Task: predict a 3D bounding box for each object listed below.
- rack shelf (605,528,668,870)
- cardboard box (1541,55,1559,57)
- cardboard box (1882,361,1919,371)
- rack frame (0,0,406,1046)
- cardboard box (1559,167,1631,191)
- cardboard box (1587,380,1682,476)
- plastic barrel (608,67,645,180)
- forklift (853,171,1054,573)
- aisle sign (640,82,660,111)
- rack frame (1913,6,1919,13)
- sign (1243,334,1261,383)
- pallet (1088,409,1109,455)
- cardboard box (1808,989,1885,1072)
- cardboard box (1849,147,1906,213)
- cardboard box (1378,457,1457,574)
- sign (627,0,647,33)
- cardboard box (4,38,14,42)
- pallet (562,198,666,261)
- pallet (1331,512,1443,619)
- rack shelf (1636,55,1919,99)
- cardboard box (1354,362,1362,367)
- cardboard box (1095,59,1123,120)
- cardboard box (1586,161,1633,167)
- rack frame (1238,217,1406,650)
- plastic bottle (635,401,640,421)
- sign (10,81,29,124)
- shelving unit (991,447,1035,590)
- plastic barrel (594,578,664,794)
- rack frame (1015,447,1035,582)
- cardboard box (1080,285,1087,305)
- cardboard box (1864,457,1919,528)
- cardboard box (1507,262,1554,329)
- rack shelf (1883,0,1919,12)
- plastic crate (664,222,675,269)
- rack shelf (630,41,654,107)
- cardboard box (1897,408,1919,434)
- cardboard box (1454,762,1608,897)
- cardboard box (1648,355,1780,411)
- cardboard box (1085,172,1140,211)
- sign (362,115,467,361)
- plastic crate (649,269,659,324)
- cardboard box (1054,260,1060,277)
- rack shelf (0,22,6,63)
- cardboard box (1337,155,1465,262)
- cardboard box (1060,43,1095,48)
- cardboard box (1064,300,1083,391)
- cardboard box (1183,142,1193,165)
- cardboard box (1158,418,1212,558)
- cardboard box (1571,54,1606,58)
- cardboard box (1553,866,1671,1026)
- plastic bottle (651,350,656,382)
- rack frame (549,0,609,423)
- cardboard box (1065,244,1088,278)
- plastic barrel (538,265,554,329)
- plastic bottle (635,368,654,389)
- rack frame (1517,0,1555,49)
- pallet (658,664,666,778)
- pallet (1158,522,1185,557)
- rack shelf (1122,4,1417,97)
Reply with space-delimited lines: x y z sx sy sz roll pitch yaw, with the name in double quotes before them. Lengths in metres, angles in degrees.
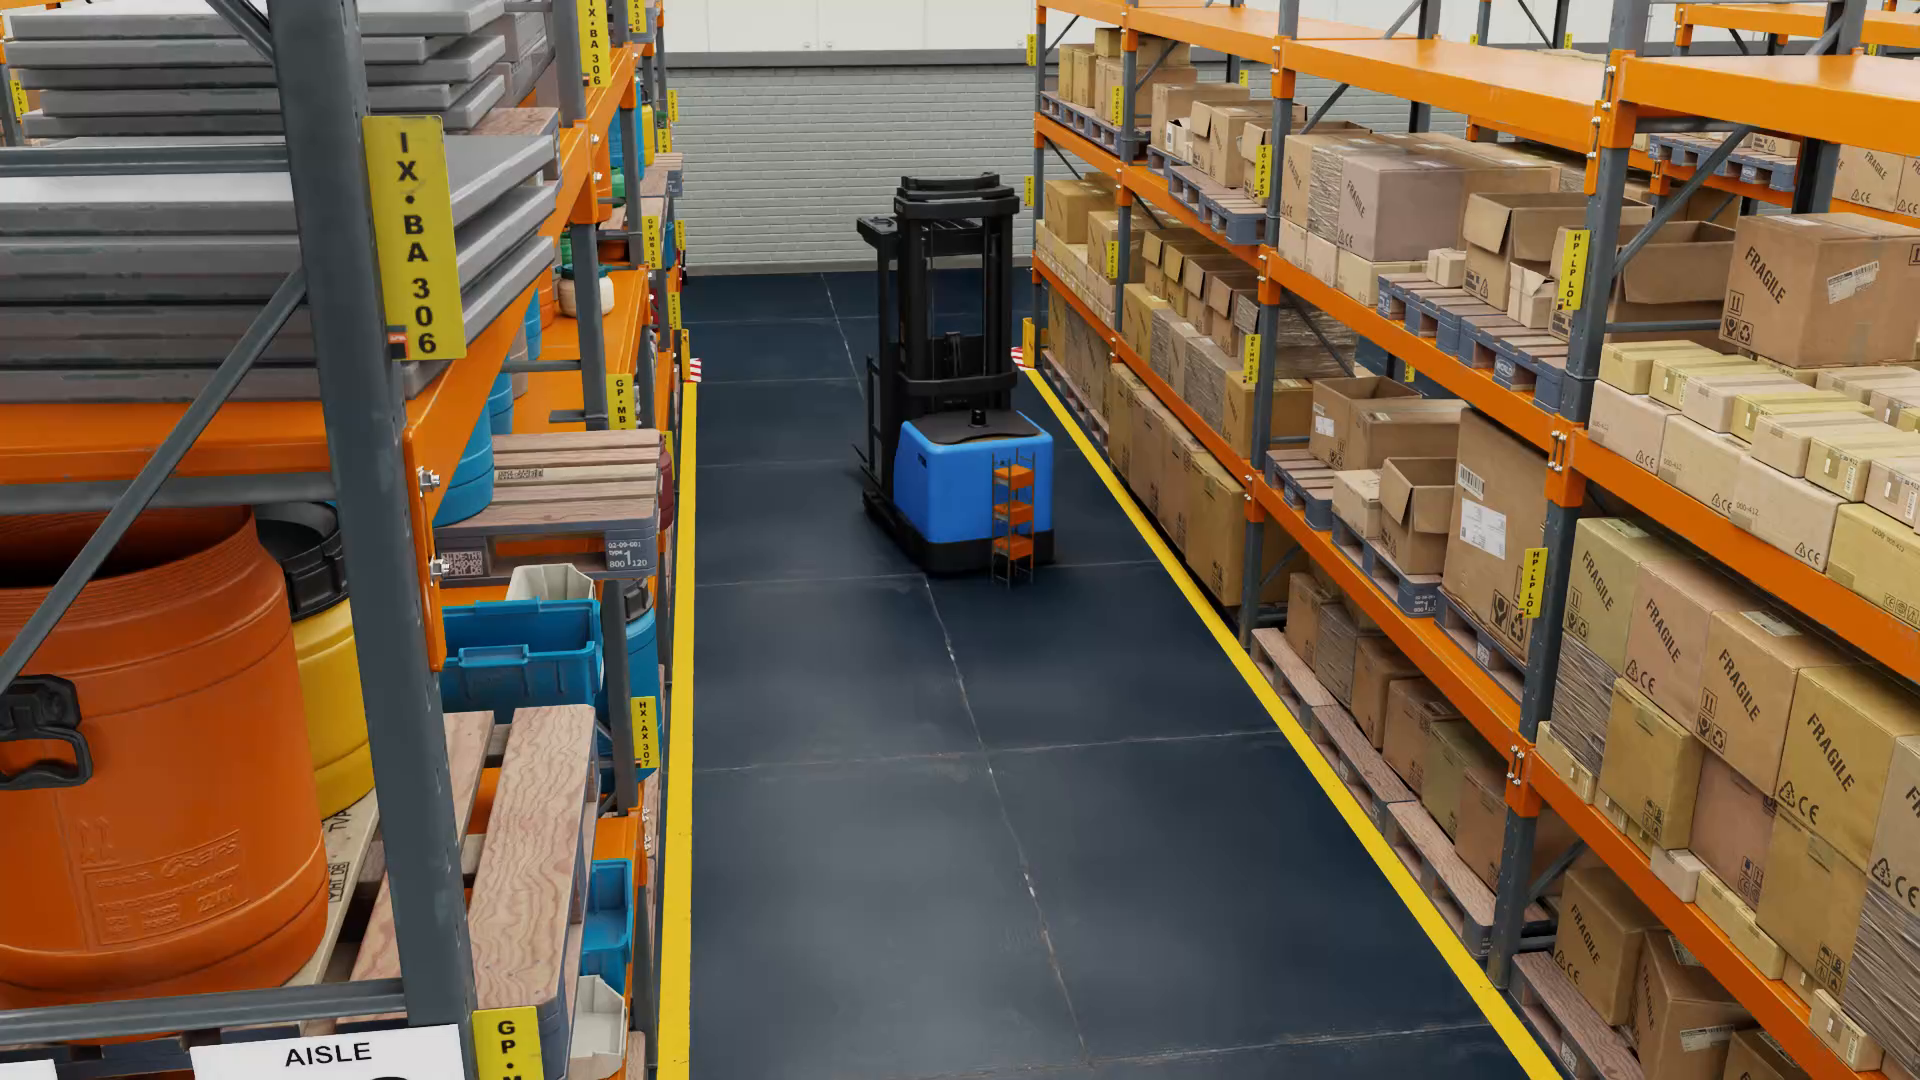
"rack shelf" -2.139 0.597 8.858 1.077 0.370 4.000 -3 21 -8
"cardboard box" 6.085 -5.028 17.534 0.380 0.149 0.250 -3 21 -7
"cardboard box" 6.875 -1.263 12.146 0.380 0.149 0.250 -2 21 -7
"rack frame" -1.271 -0.473 2.121 0.949 2.616 0.053 -3 21 -8
"cardboard box" 6.345 -3.442 16.648 0.500 0.500 0.500 -2 21 -6
"cardboard box" 2.862 -0.463 6.596 0.500 0.250 0.500 -4 21 -10
"plastic barrel" -2.606 -3.071 12.046 0.600 0.901 0.708 -3 21 -8
"forklift" -0.202 -1.603 13.819 1.130 2.935 3.031 -7 21 -17
"aisle sign" -3.301 -4.459 17.653 0.394 0.787 0.004 -3 21 -8
"rack frame" 11.131 -6.762 18.960 0.949 2.616 0.053 -3 21 -8
"sign" 1.925 -1.195 10.974 0.100 0.325 0.005 -3 21 -8
"pallet" 1.865 -1.028 16.166 1.003 0.211 1.213 -3 21 -8
"cardboard box" 3.062 1.603 5.495 0.380 0.149 0.250 -3 21 -8
"cardboard box" 6.978 -2.706 12.245 0.500 0.500 0.500 -3 21 -8
"cardboard box" 2.709 -0.138 9.050 0.797 0.503 0.637 -1 20 -2
"sign" -1.884 -3.121 9.673 0.100 0.325 0.005 -3 21 -8
"cardboard box" -8.246 -4.174 14.745 0.700 0.500 0.500 -3 21 -8
"pallet" -2.441 -2.019 10.816 1.003 0.211 1.213 -3 21 -8
"pallet" 2.800 0.091 9.459 1.003 0.211 1.213 -3 21 -8
"rack shelf" 3.339 -1.168 4.735 0.919 0.124 3.809 -3 21 -8
"cardboard box" 2.597 -1.089 12.202 0.500 0.500 0.500 -3 21 -9
"cardboard box" 1.652 -4.217 15.546 0.700 0.500 0.500 -2 21 -5
"cardboard box" 6.792 -3.638 17.171 0.500 0.500 0.500 -4 21 -10
"rack frame" 2.474 -0.682 11.255 1.000 3.000 0.127 -3 21 -8
"plastic bottle" -2.278 -0.866 11.931 0.097 0.271 0.097 0 20 0
"sign" -7.357 -3.430 13.022 0.100 0.325 0.005 -3 21 -8
"shelving unit" 0.402 -0.163 12.652 0.252 1.050 0.215 -17 26 -38
"plastic barrel" -1.606 0.569 7.189 0.600 0.901 0.708 -3 21 -8
"rack frame" 0.494 -0.191 12.727 0.008 1.050 0.200 -17 26 -38
"cardboard box" 1.381 -2.394 16.199 0.380 0.149 0.250 -3 21 -7
"cardboard box" 3.089 -0.154 5.198 0.380 0.149 0.250 -2 21 -6
"cardboard box" 2.816 -1.156 7.830 0.396 0.266 0.258 -2 21 -6
"rack shelf" 11.416 -5.545 17.301 1.077 0.370 4.000 -3 21 -8
"plastic crate" -3.347 -3.140 17.700 0.616 0.435 0.499 -3 21 -8
"rack shelf" -2.715 -3.411 11.586 1.077 0.370 4.000 -3 21 -8
"cardboard box" 3.483 -0.354 5.733 0.380 0.149 0.250 -2 21 -6
"cardboard box" 2.984 1.454 8.479 0.700 0.500 0.500 -5 21 -12
"cardboard box" 2.898 -0.602 6.398 0.380 0.149 0.250 -4 21 -10
"cardboard box" 1.651 -3.717 18.098 0.500 0.500 0.500 -3 21 -7
"sign" -0.729 -0.401 2.227 0.100 0.325 0.005 -3 21 -8
"plastic crate" -2.884 -2.197 15.134 0.402 0.464 0.583 -3 21 -8
"cardboard box" 1.196 -2.839 17.389 0.380 0.149 0.250 -3 21 -9
"rack shelf" -7.618 -3.162 10.921 1.077 0.370 4.000 -3 21 -8
"cardboard box" 2.436 -1.843 9.218 0.500 0.500 0.500 -4 21 -9
"cardboard box" 1.449 -4.970 17.563 0.700 0.500 0.500 -4 21 -11
"cardboard box" 1.624 -2.120 17.543 0.875 0.875 0.875 -3 21 -8
"cardboard box" 1.964 -3.028 13.008 0.380 0.149 0.250 -4 21 -10
"cardboard box" 2.274 -0.432 13.023 1.225 0.875 0.875 -3 21 -8
"cardboard box" 6.704 -5.057 17.613 0.380 0.149 0.250 -3 21 -7
"cardboard box" 3.069 1.818 7.534 0.500 0.500 0.500 -4 21 -9
"plastic bottle" -2.521 -1.428 13.323 0.144 0.351 0.185 -3 21 -8
"rack frame" -1.851 -1.857 5.828 1.000 3.000 0.127 -3 21 -8
"cardboard box" 1.354 -2.807 16.733 0.500 0.250 0.500 -3 21 -9
"plastic barrel" -2.429 -1.517 8.589 0.600 0.830 0.708 -3 21 -8
"plastic bottle" -2.449 -1.211 12.848 0.152 0.276 0.135 -3 21 -8
"rack frame" 6.240 -6.477 18.197 0.949 2.616 0.053 -3 21 -8
"pallet" -2.354 1.144 10.350 1.003 0.211 1.213 -3 21 -8
"pallet" 2.262 -0.074 13.612 1.003 0.211 1.213 -3 21 -8
"rack shelf" 2.186 -3.660 12.255 1.077 0.370 4.000 -3 21 -8
